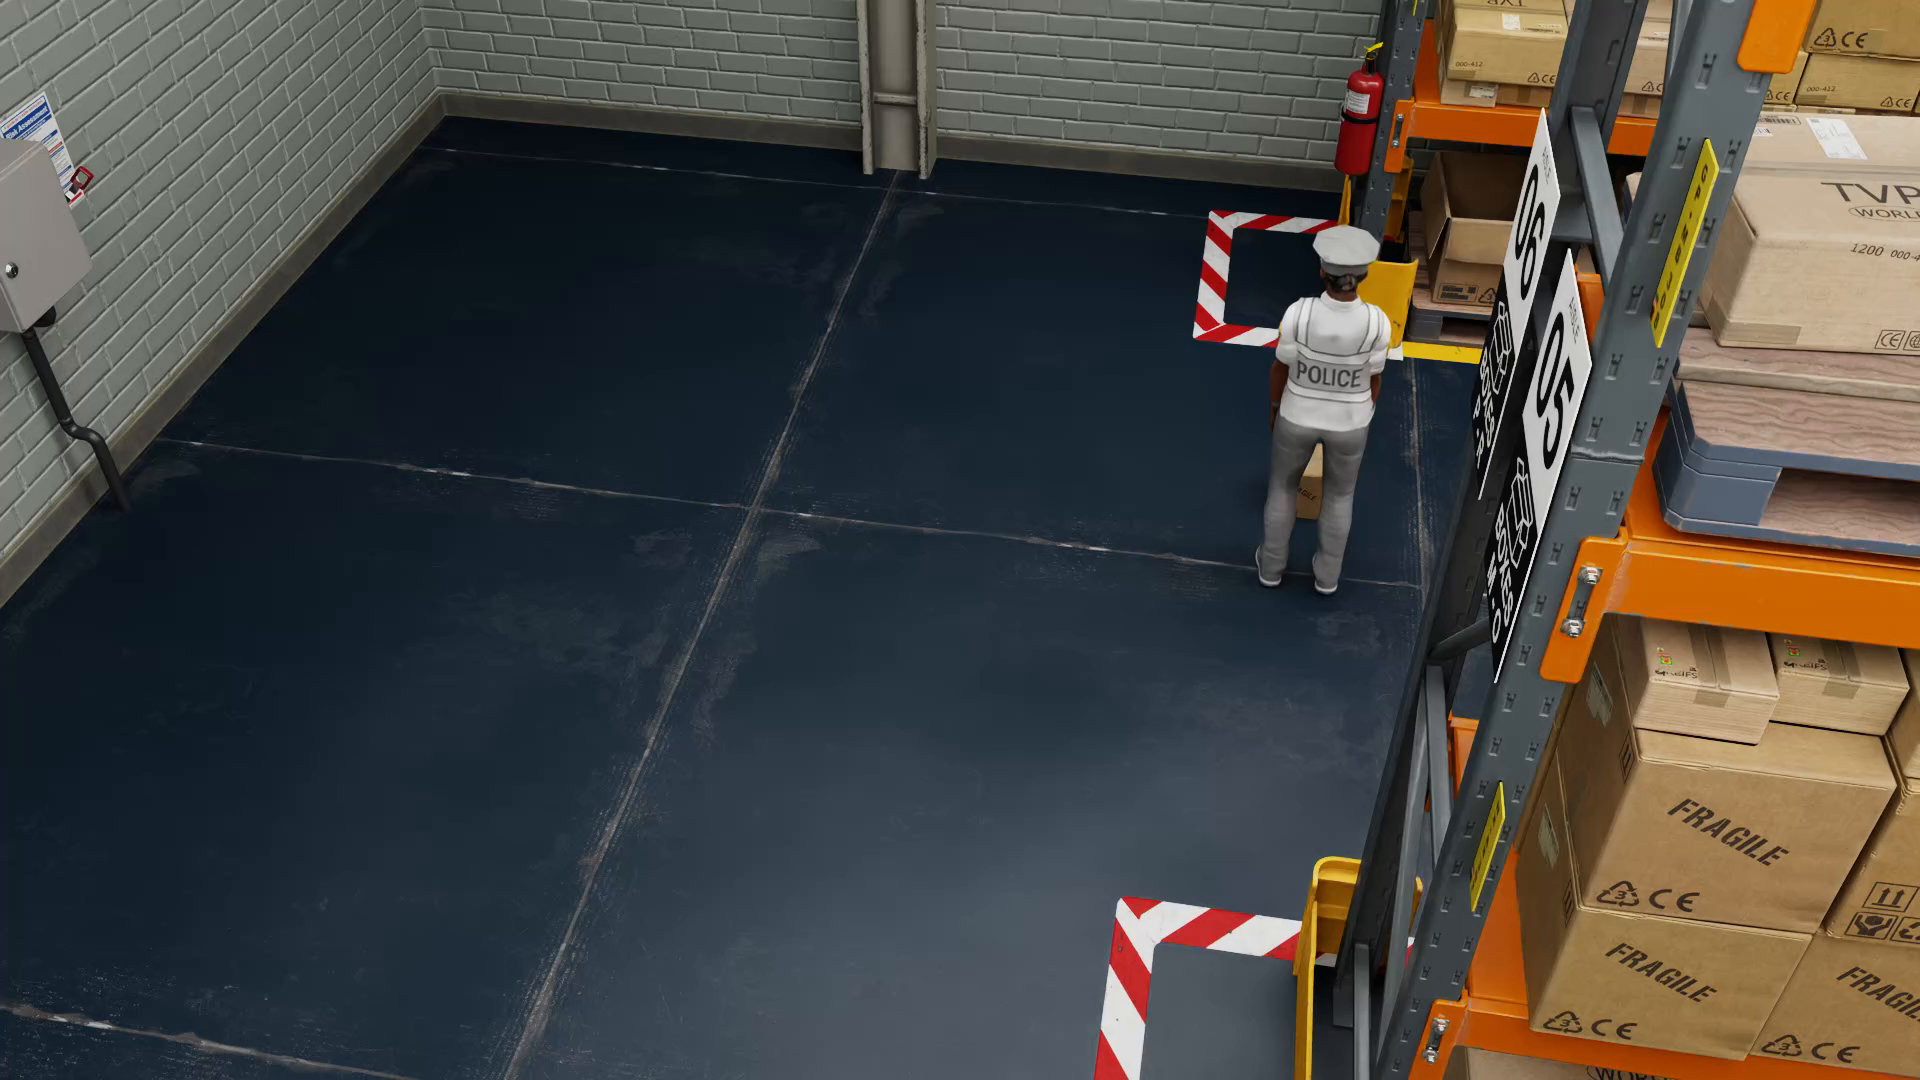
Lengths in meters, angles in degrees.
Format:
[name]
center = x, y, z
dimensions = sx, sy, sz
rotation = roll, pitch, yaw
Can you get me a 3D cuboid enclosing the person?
[person]
center = 1.451, -0.490, 6.737
dimensions = 0.438, 1.661, 0.340
rotation = 7, 41, 8
